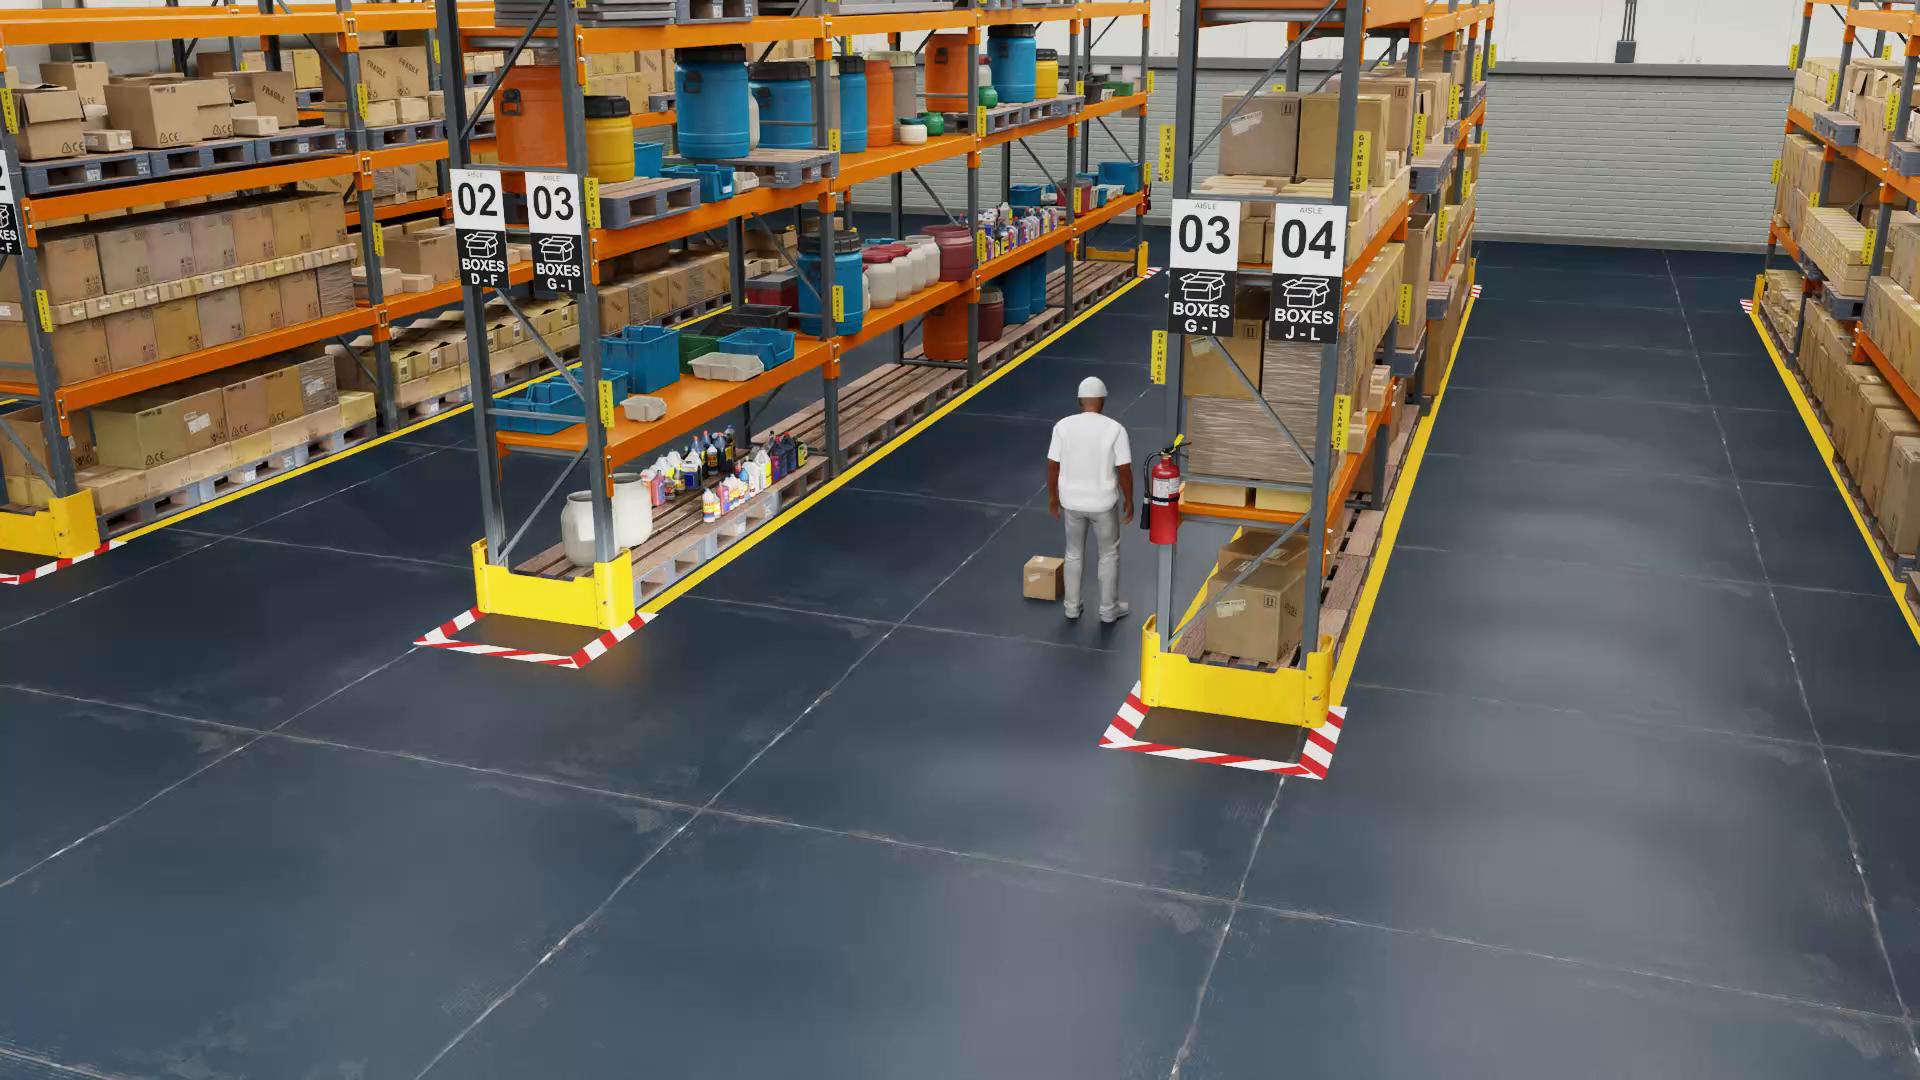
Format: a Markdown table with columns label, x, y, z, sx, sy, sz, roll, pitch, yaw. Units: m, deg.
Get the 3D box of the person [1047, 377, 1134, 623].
| label | x | y | z | sx | sy | sz | roll | pitch | yaw |
| --- | --- | --- | --- | --- | --- | --- | --- | --- | --- |
| person | 0.937 | -0.292 | 11.905 | 0.631 | 1.759 | 0.461 | 6 | 20 | 18 |
